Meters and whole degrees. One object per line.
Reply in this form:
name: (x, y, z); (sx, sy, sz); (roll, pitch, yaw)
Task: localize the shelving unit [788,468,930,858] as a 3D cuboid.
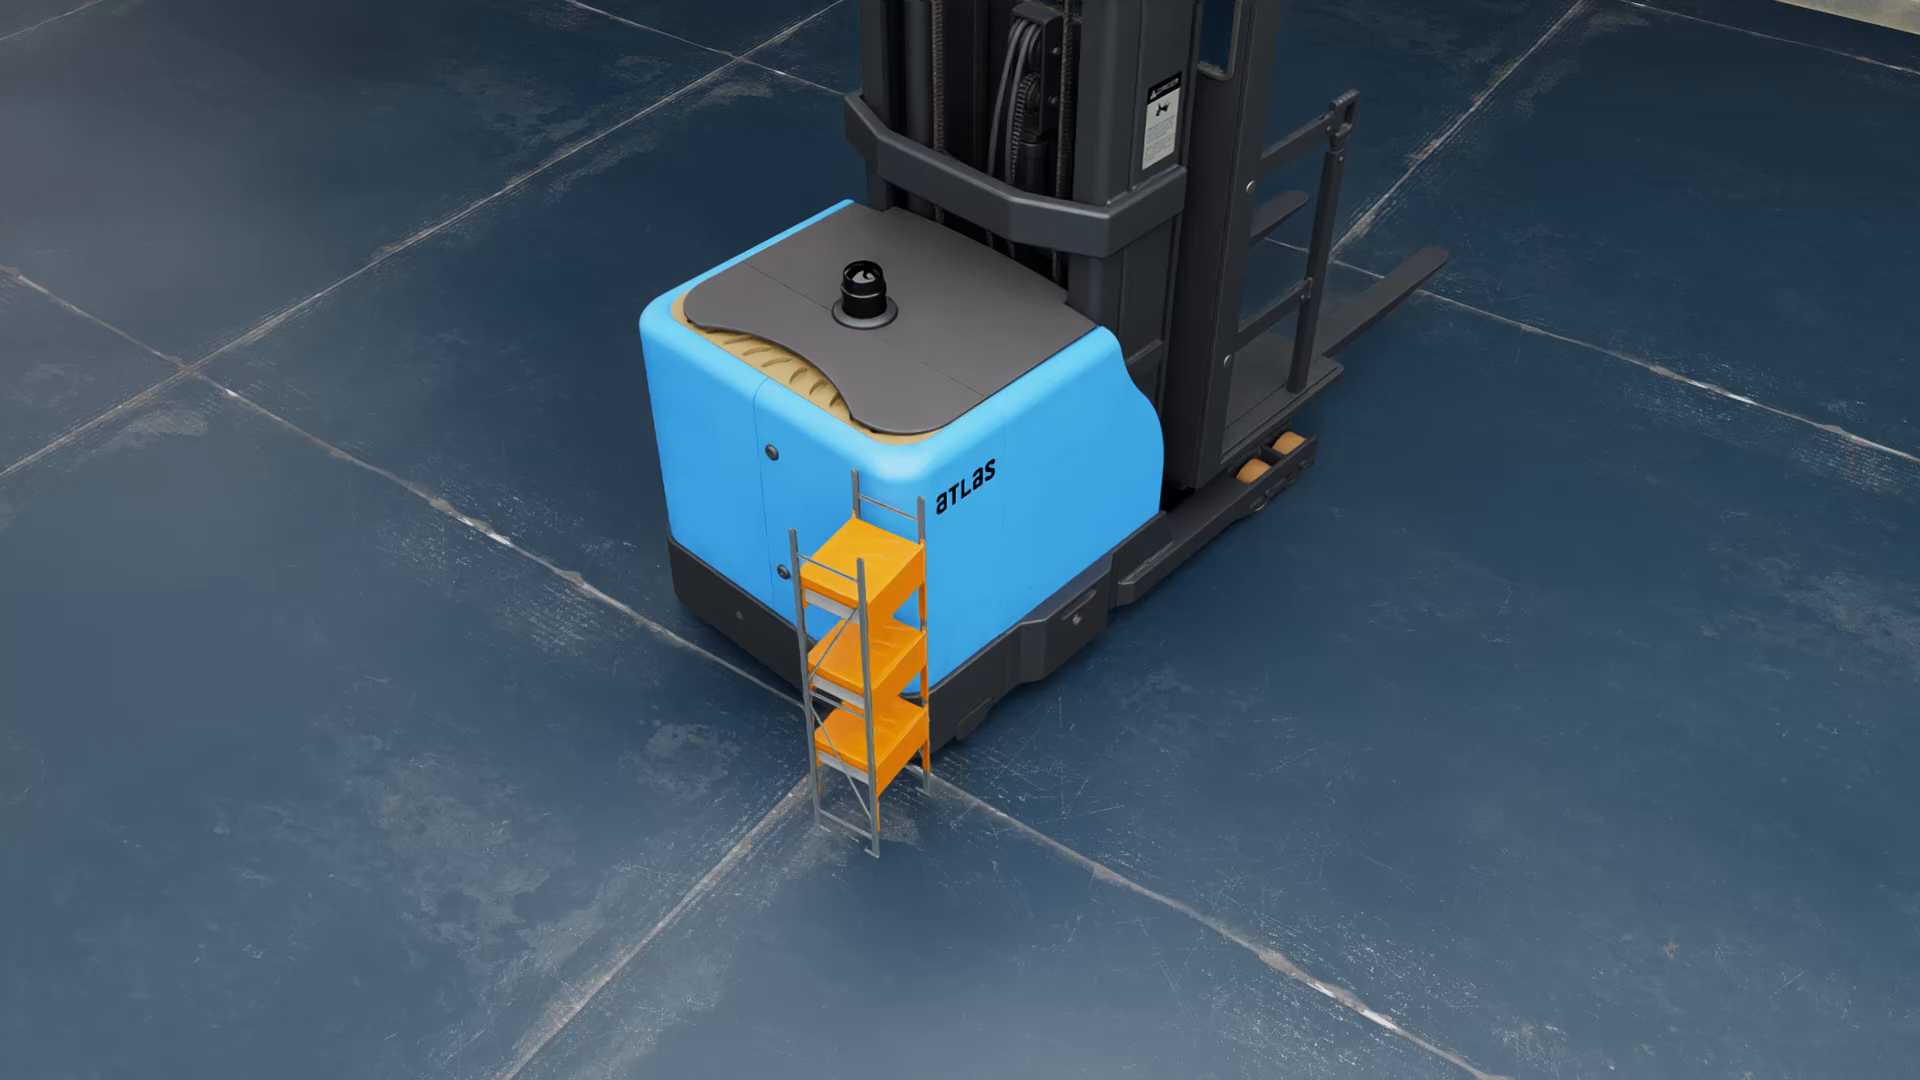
shelving unit: (-0.231, 0.331, 4.093); (0.215, 1.050, 0.252); (23, 47, 23)

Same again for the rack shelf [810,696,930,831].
rack shelf: (-0.231, 0.546, 4.285); (0.215, 0.259, 0.240); (23, 47, 23)

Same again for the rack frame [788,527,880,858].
rack frame: (-0.296, 0.400, 4.015); (0.200, 1.050, 0.008); (23, 47, 23)

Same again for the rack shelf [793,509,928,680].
rack shelf: (-0.231, 0.128, 3.910); (0.215, 0.259, 0.240); (23, 47, 23)

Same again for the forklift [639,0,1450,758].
forklift: (0.519, -1.396, 4.612); (1.130, 2.935, 3.031); (32, 51, 31)

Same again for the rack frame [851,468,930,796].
rack frame: (-0.166, 0.262, 4.170); (0.200, 1.050, 0.008); (23, 47, 23)

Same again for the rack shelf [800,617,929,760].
rack shelf: (-0.231, 0.339, 4.100); (0.215, 0.259, 0.240); (23, 47, 23)
